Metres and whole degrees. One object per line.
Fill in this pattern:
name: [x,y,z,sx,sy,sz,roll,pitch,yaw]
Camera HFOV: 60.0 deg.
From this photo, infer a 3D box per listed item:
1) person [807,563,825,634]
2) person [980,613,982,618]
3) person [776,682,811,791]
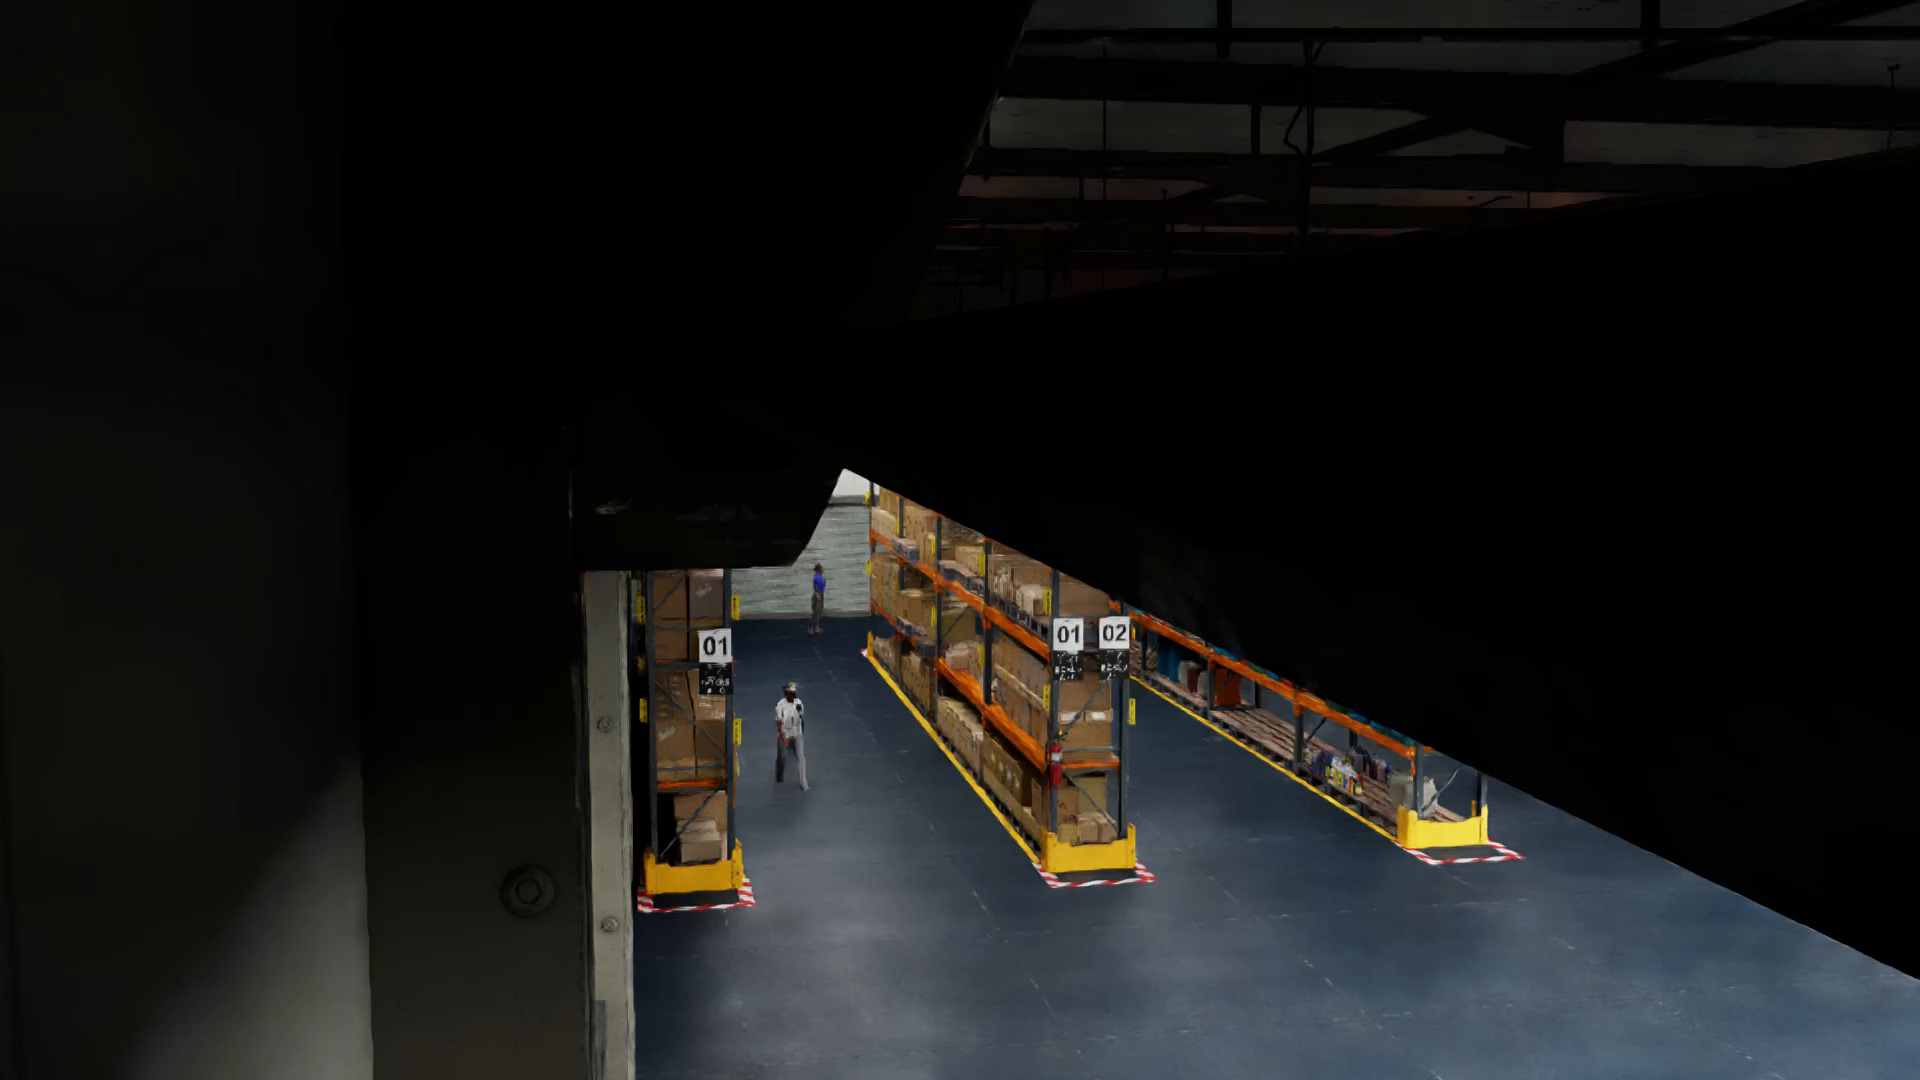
person: [-3.414,1.387,39.506,0.397,1.647,0.559,1,6,11]
person: [0.877,1.149,41.504,0.577,1.734,0.951,-4,7,-34]
person: [-2.544,2.916,24.890,0.448,1.614,0.995,-2,6,-18]
